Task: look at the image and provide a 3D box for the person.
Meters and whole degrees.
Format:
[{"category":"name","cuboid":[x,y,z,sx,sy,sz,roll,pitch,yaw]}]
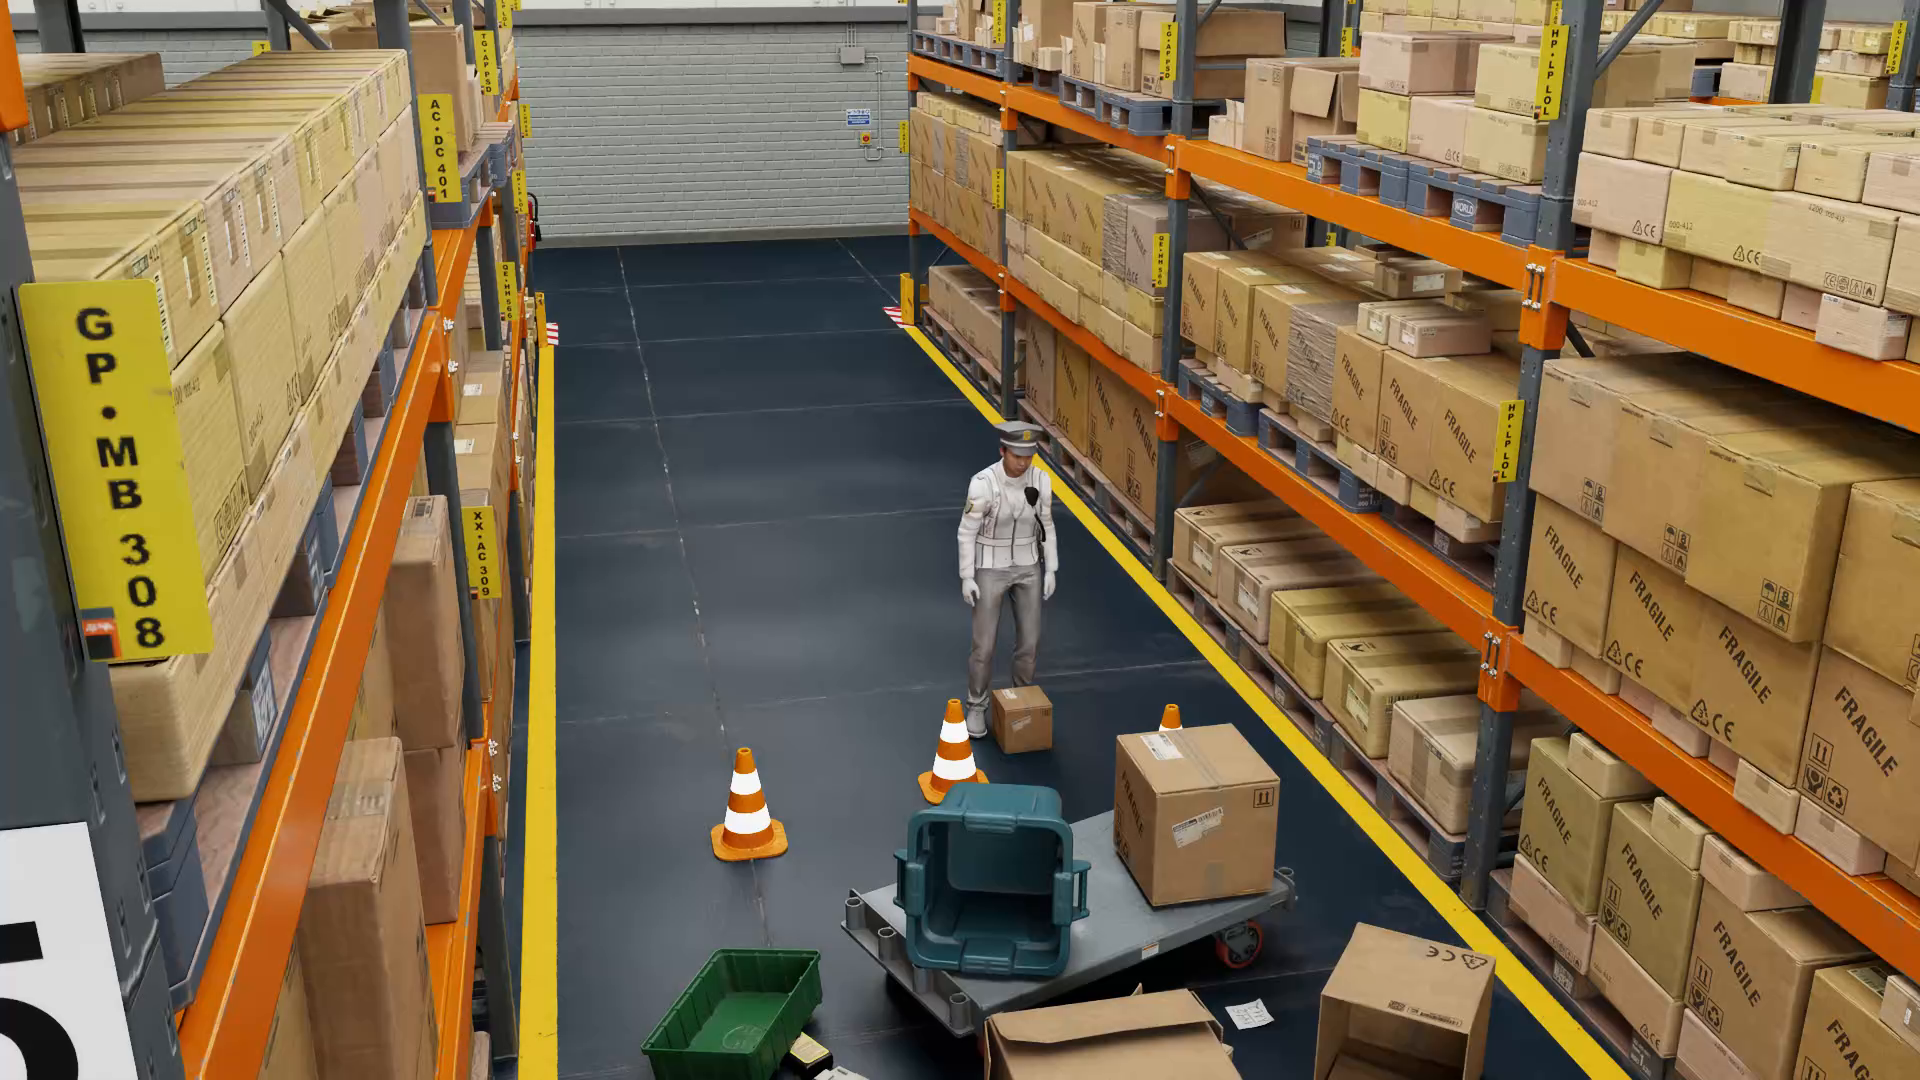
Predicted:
[{"category":"person","cuboid":[0.251,0.183,8.558,0.531,1.662,0.372,-6,20,-15]}]
